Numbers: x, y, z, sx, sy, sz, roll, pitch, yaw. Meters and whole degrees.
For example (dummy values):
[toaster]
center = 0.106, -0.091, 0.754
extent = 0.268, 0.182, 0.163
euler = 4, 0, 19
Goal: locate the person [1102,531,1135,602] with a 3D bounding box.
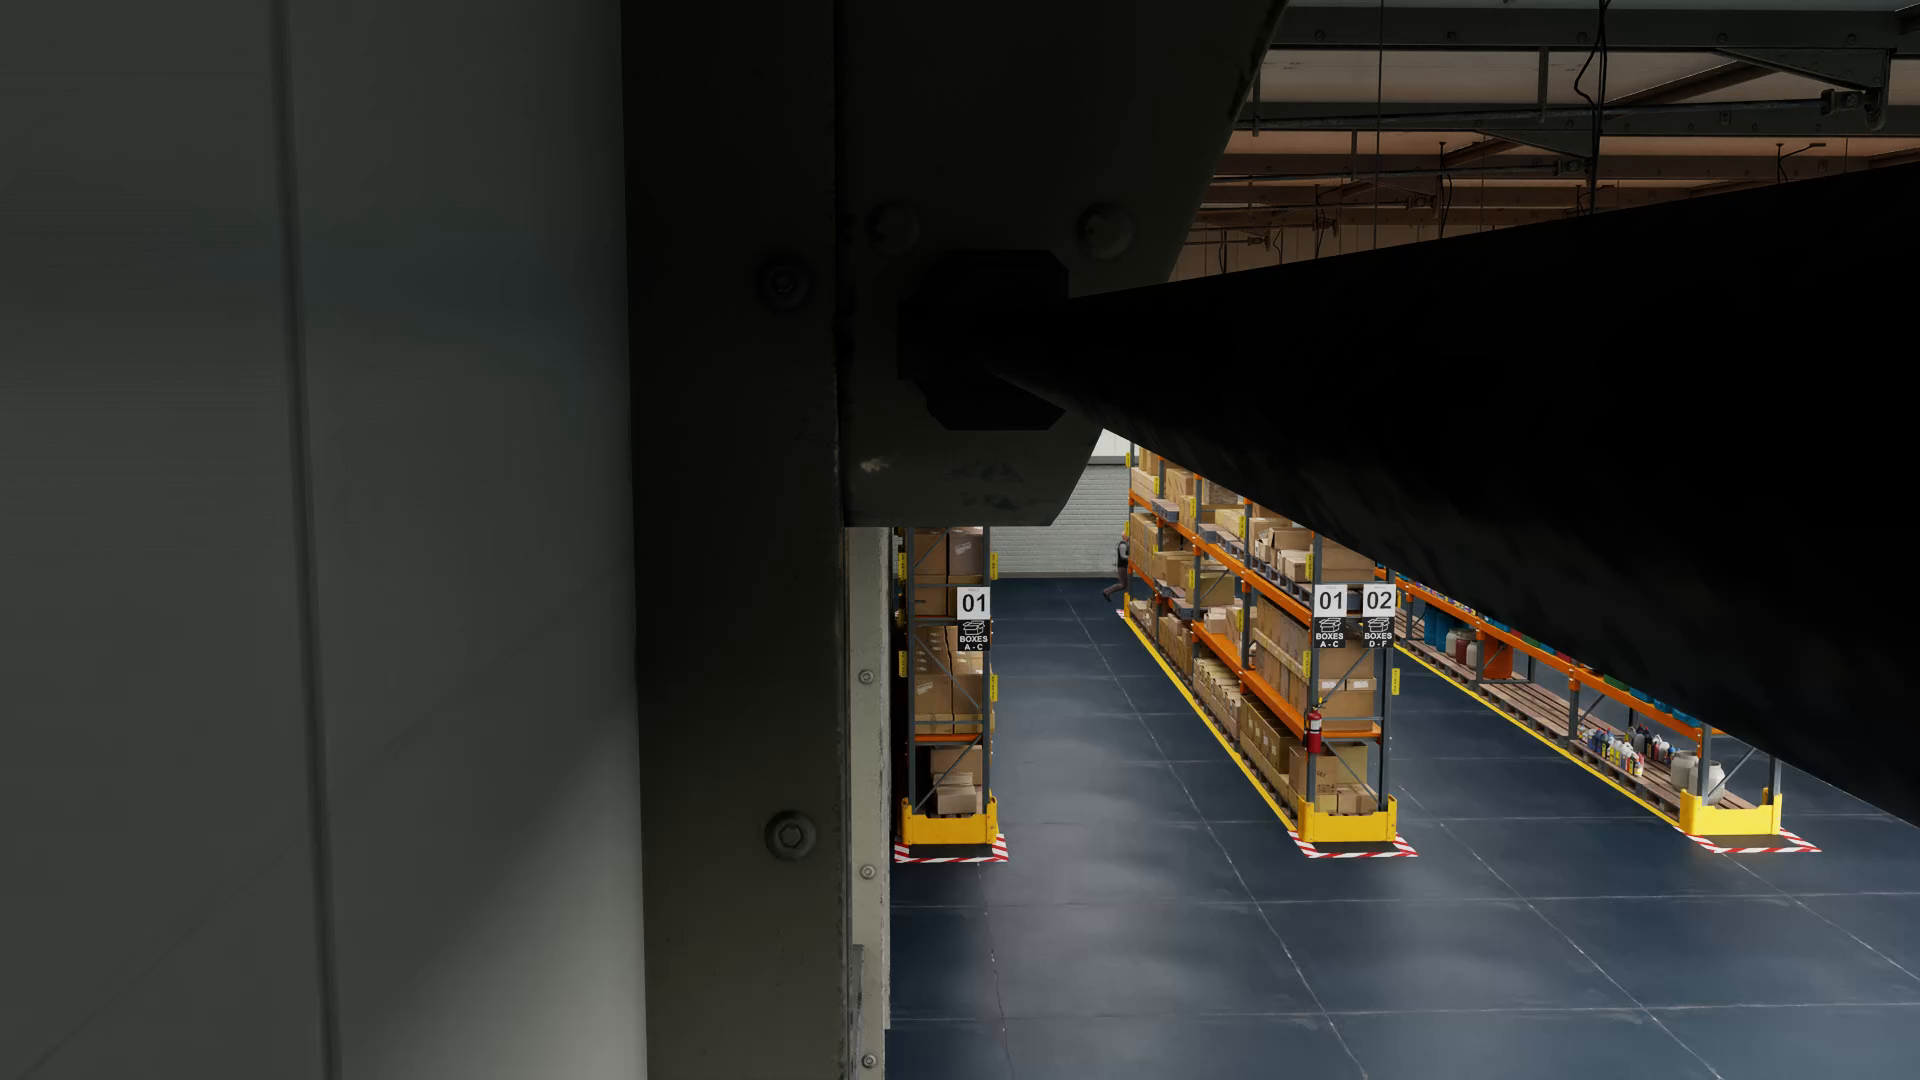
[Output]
[person]
center = 3.692, 0.656, 37.797
extent = 0.913, 1.717, 0.671
euler = 1, 7, 9
